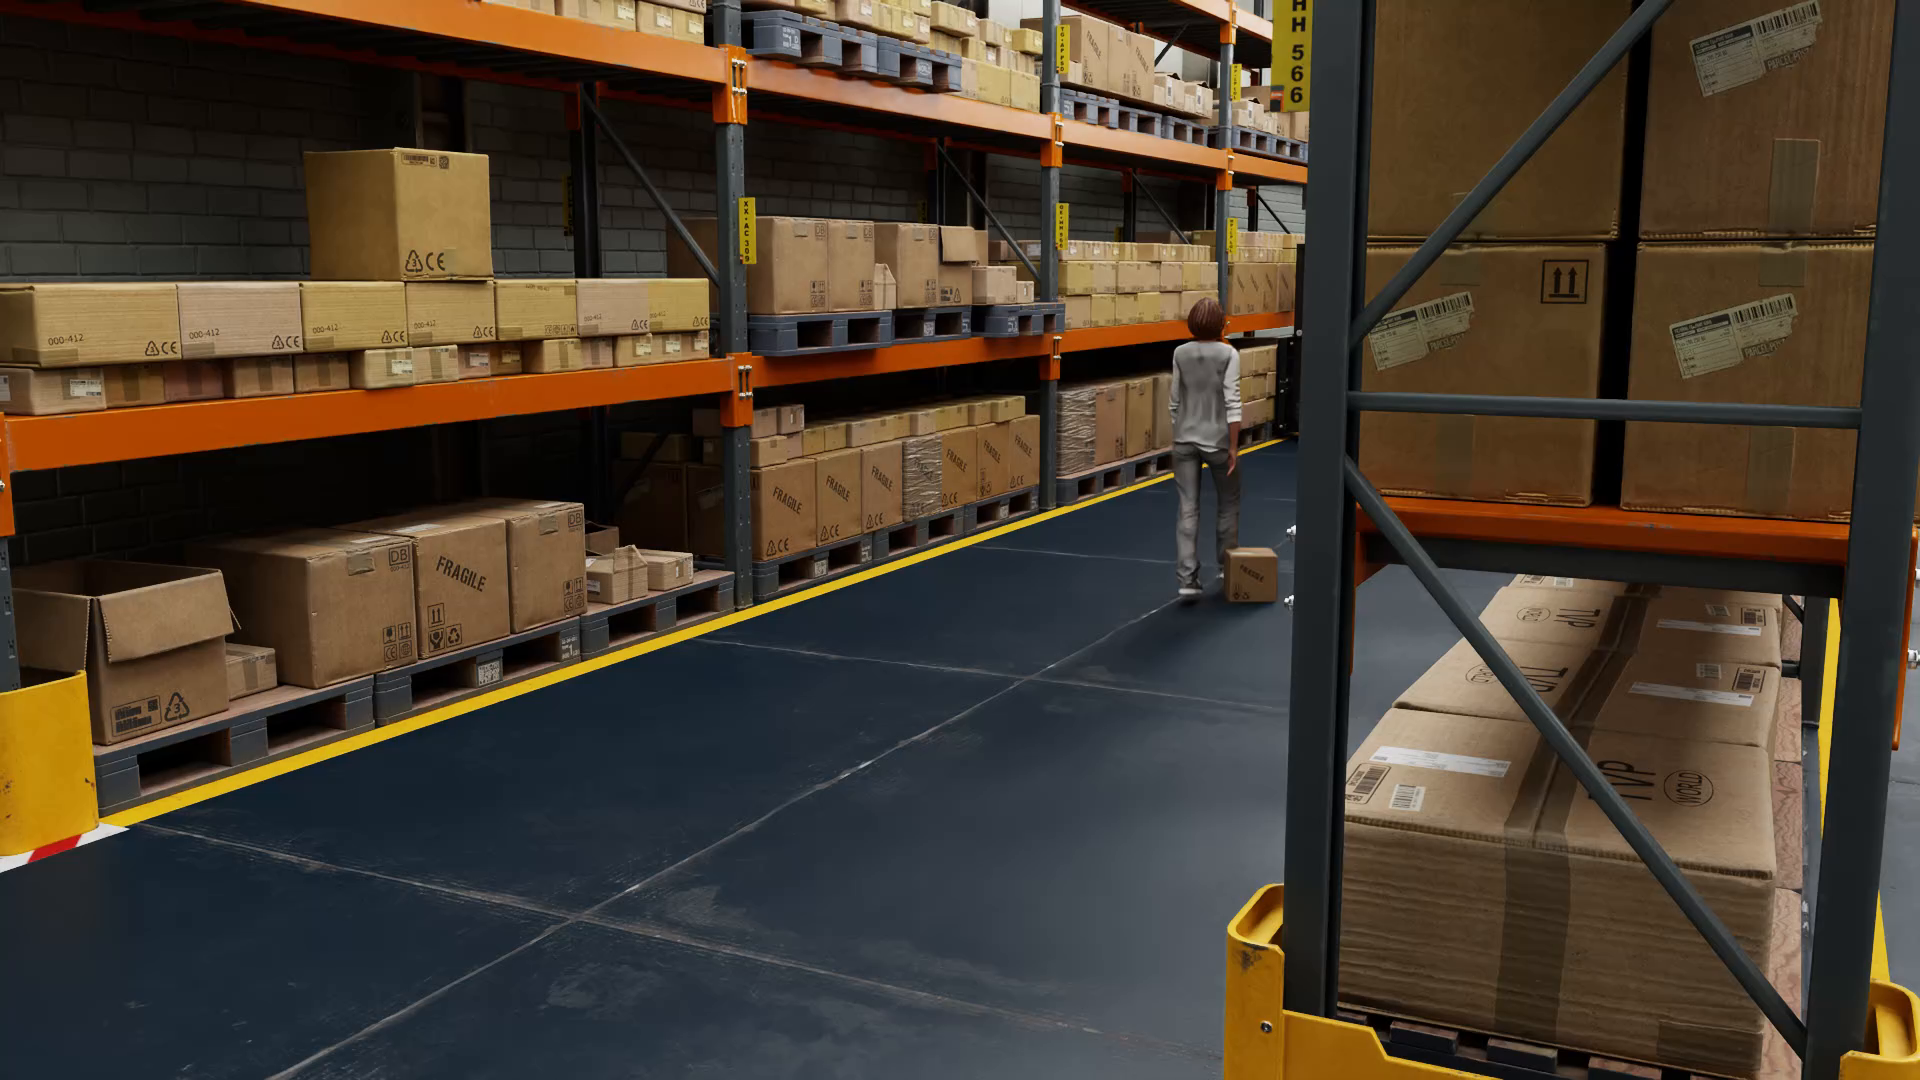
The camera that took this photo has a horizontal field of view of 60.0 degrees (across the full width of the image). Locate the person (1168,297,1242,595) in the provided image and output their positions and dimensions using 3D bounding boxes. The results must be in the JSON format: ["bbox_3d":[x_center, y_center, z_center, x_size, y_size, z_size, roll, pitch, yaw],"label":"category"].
[{"bbox_3d":[1.316,-0.484,8.895,0.427,1.617,0.755,3,10,20],"label":"person"}]
